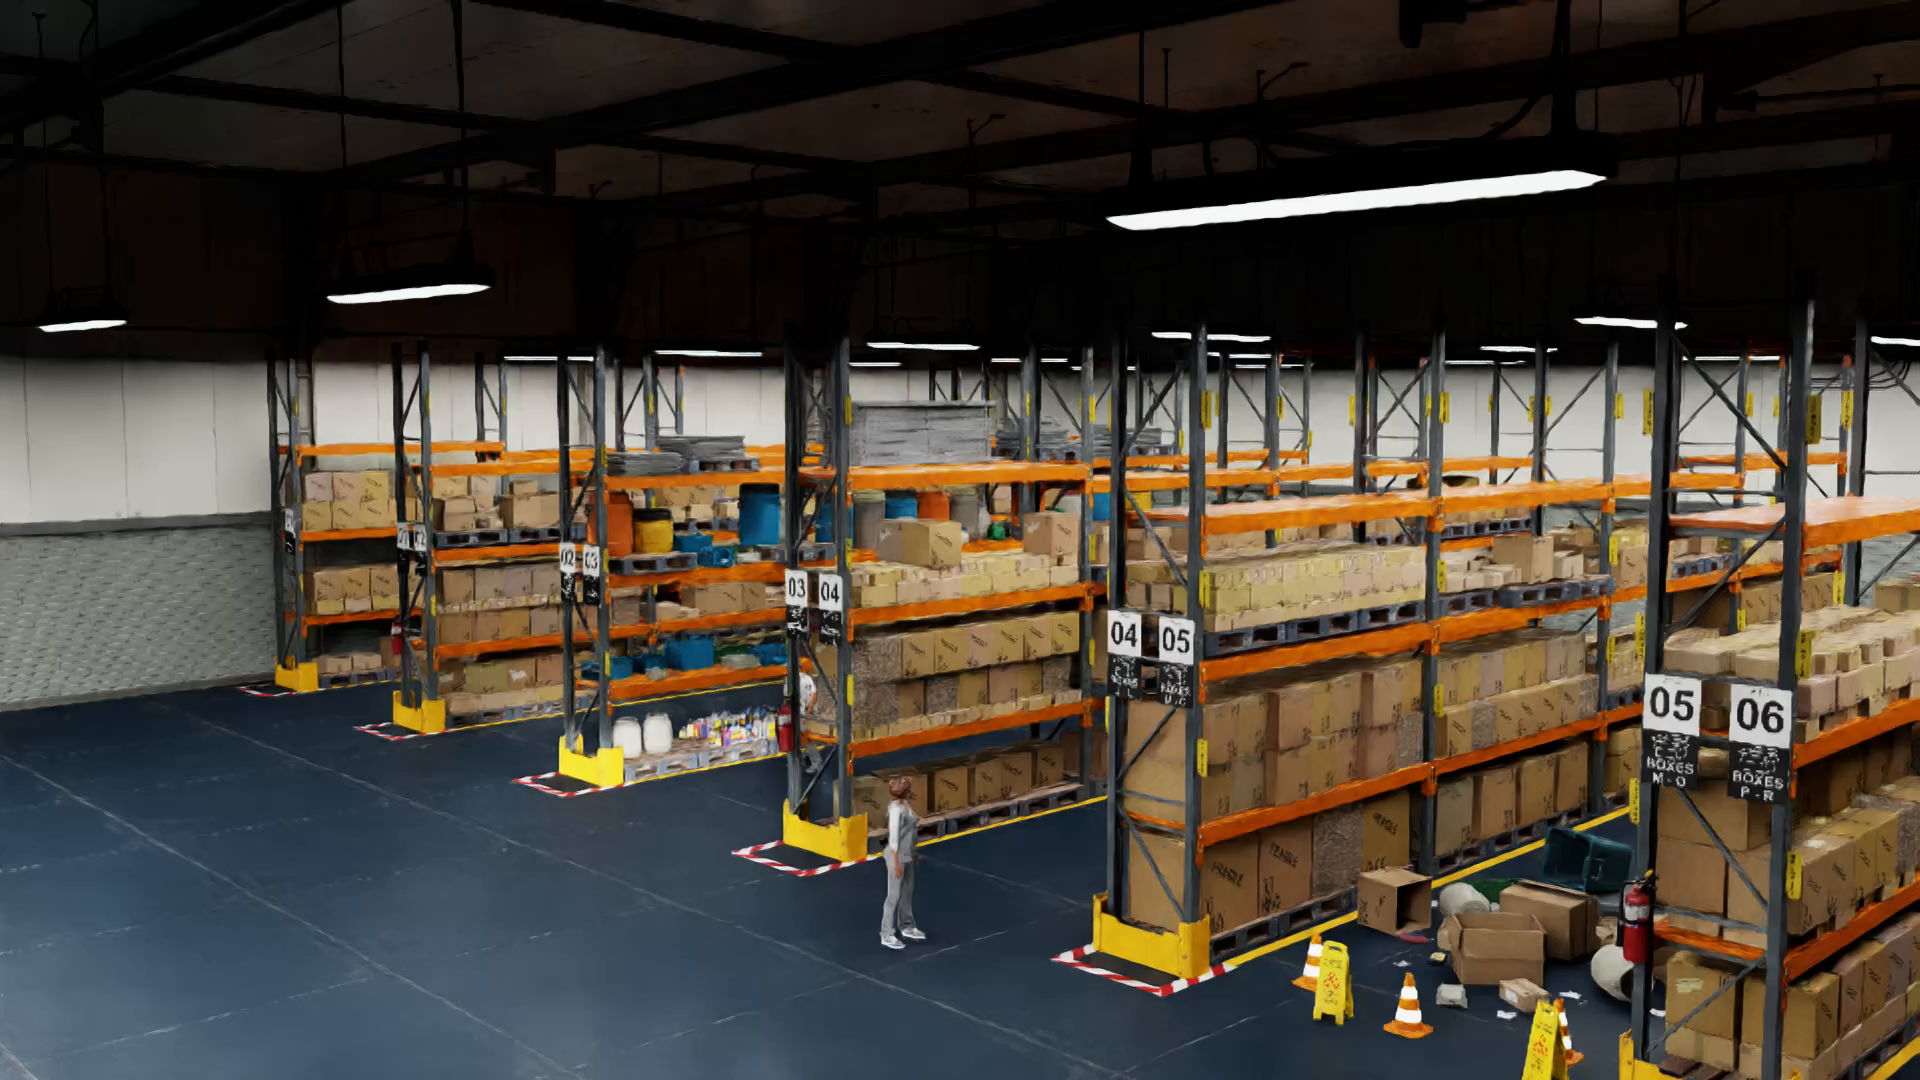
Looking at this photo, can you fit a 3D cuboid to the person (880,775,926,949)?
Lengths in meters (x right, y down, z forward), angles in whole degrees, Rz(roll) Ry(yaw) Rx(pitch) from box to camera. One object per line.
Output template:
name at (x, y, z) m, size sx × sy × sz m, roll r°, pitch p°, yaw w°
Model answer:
person at (-0.533, 3.004, 15.637) m, size 0.405 × 1.600 × 0.468 m, roll 1°, pitch 5°, yaw 14°

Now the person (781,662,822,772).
person at (-2.211, 2.390, 22.891) m, size 0.625 × 1.611 × 0.575 m, roll 5°, pitch 7°, yaw 44°

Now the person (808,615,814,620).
person at (-3.158, 1.460, 33.731) m, size 0.543 × 1.557 × 1.119 m, roll 5°, pitch 7°, yaw 44°
